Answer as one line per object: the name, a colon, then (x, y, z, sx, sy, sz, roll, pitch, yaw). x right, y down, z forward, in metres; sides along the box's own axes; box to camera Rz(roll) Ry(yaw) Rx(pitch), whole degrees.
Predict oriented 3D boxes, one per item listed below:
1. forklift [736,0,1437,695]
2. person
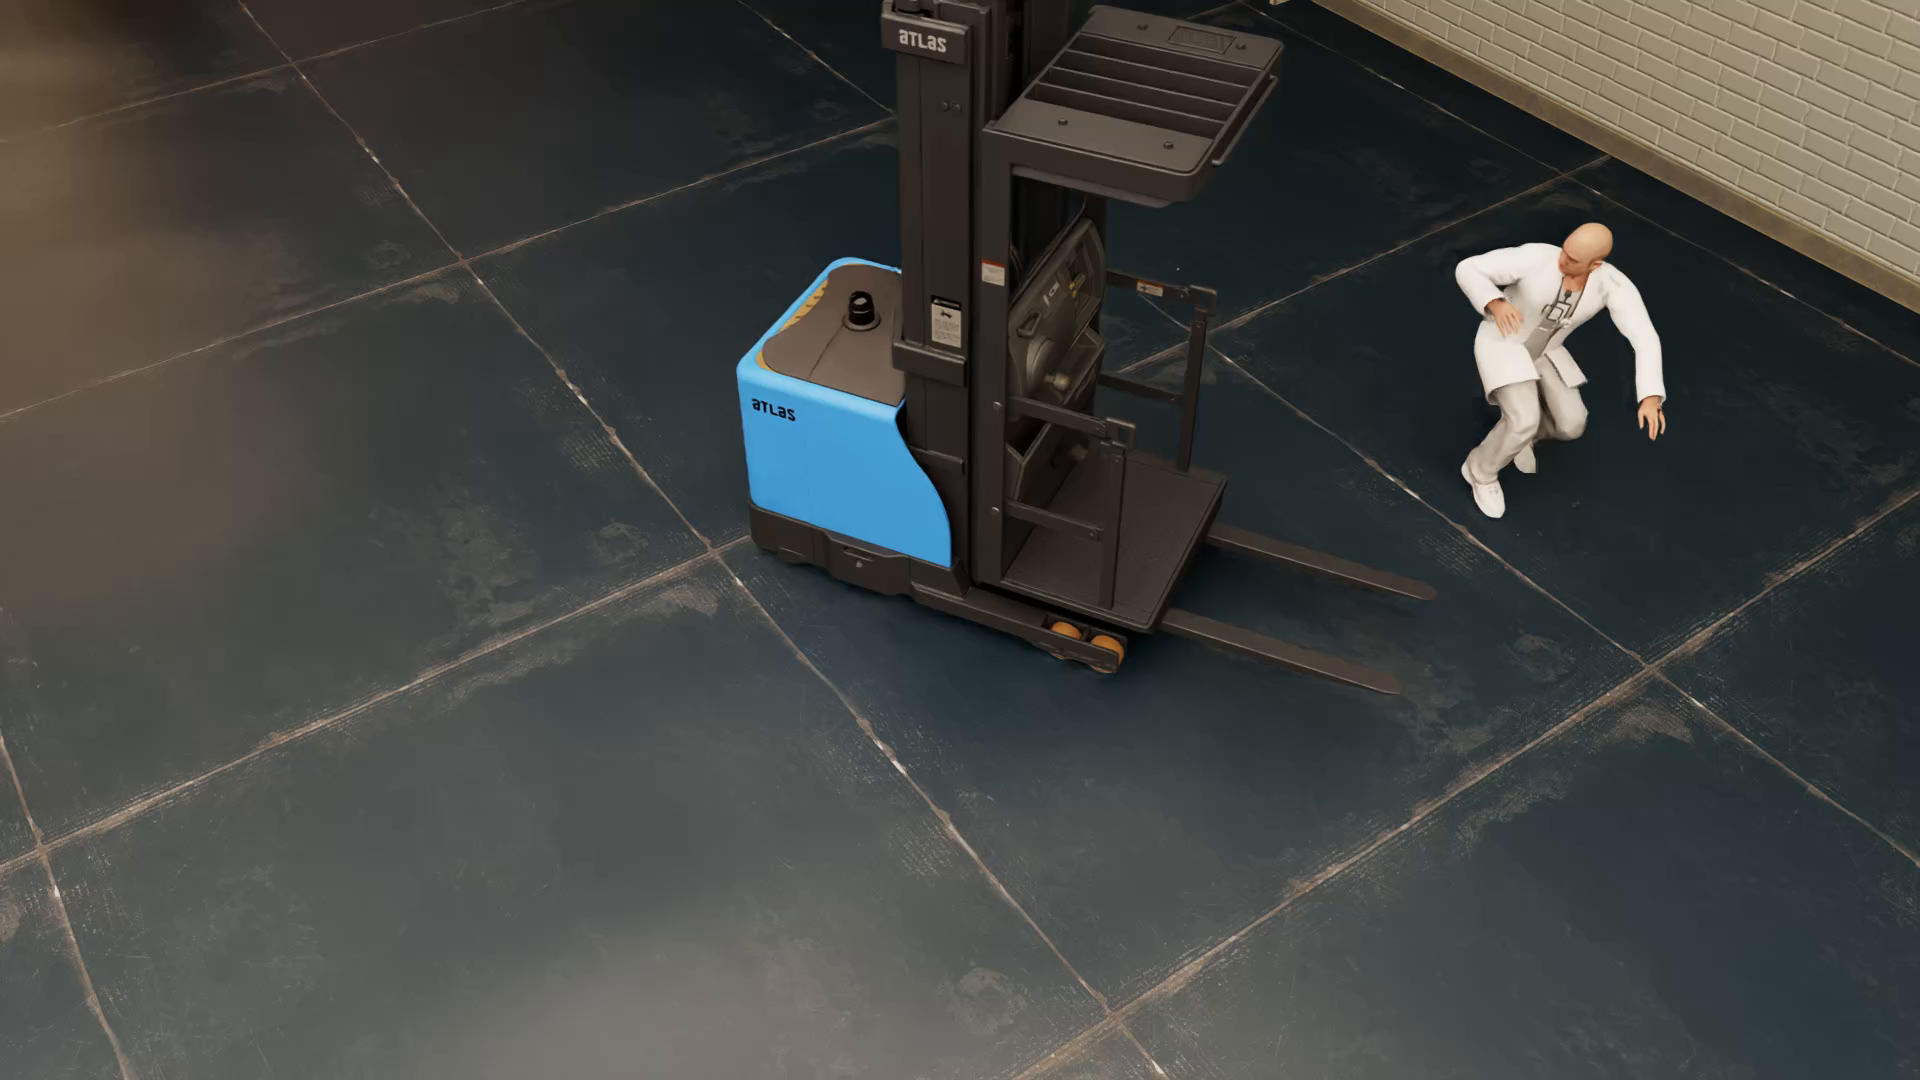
forklift: (0.582, -0.911, 6.704, 3.031, 2.935, 1.130, 17, 45, 18)
person: (2.678, -0.736, 7.595, 0.847, 1.509, 0.986, -5, 43, -6)
